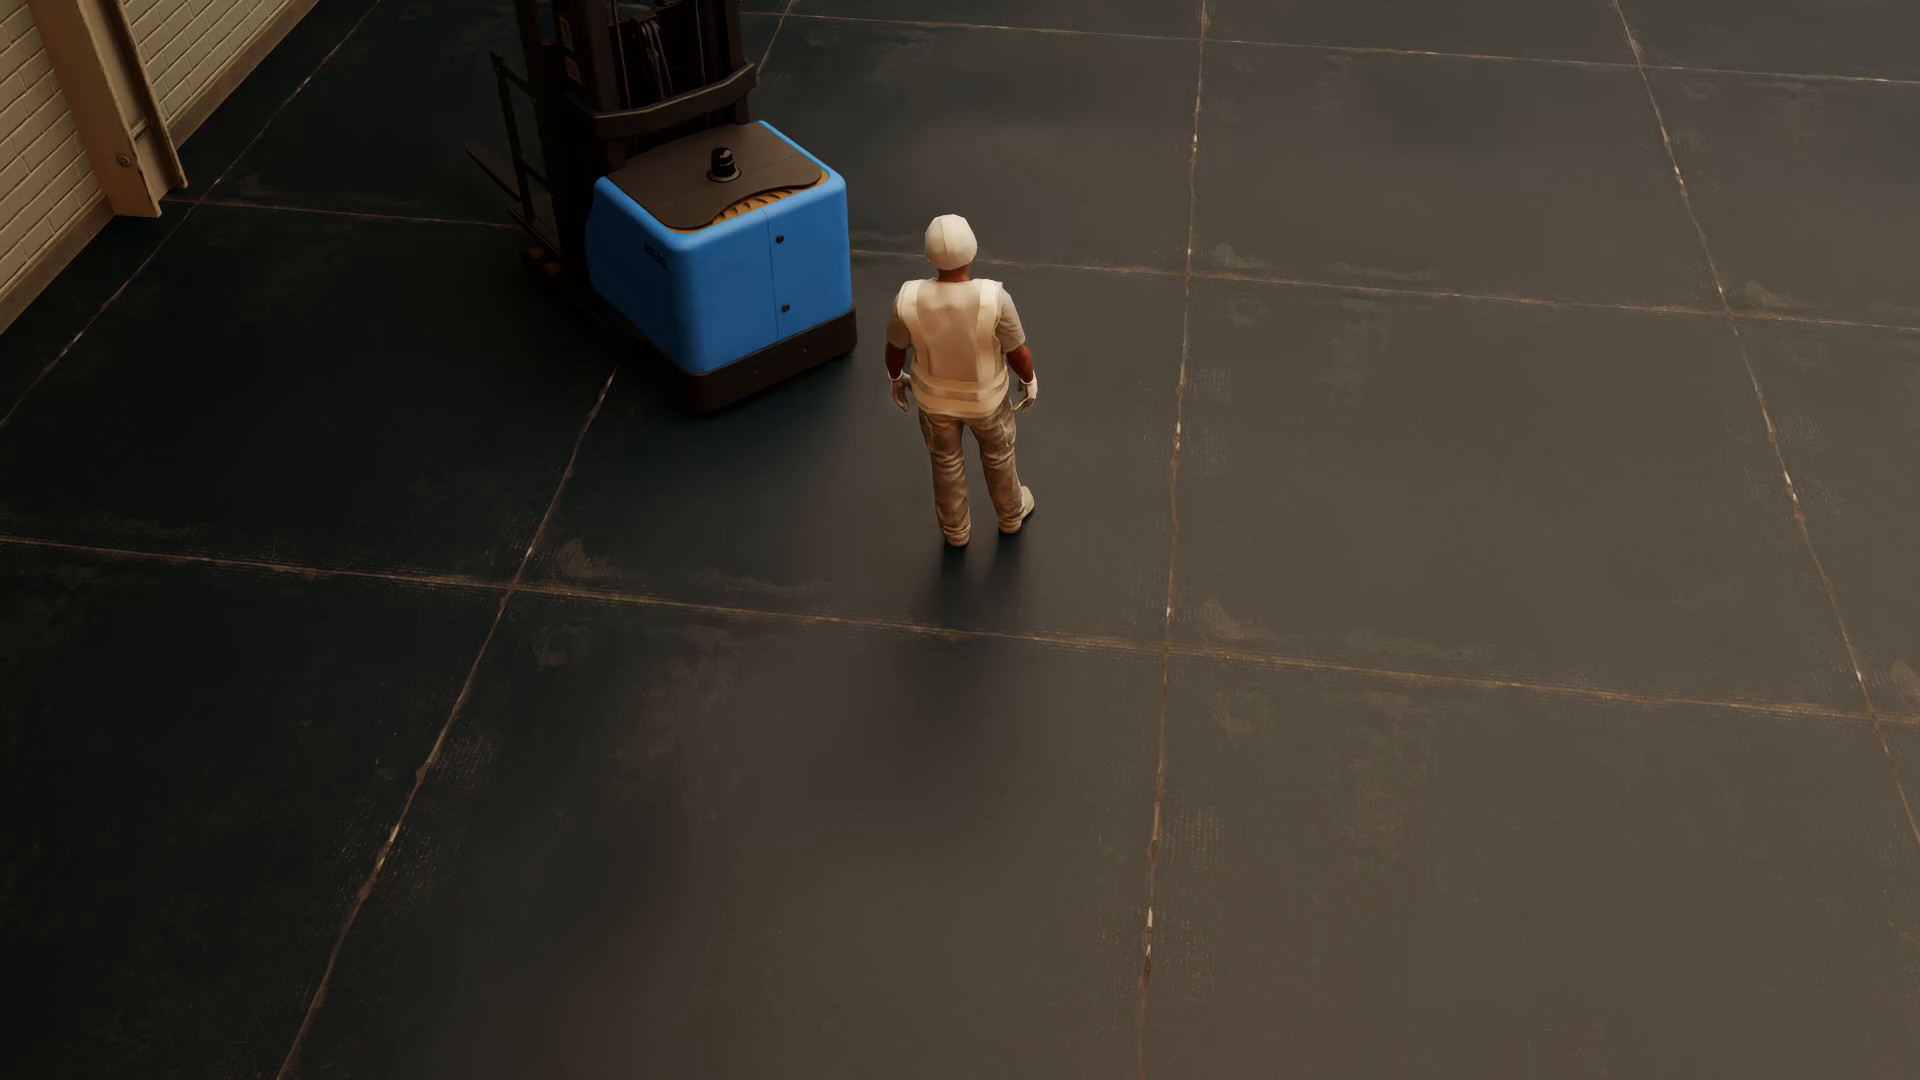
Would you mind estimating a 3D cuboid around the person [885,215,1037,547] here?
[{"bbox_3d":[0.017,-0.710,7.335,0.656,1.786,0.574,5,43,6],"label":"person"}]

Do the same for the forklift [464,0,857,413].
[{"bbox_3d":[-1.853,-2.672,8.633,1.130,2.935,3.031,-28,49,-27],"label":"forklift"}]
